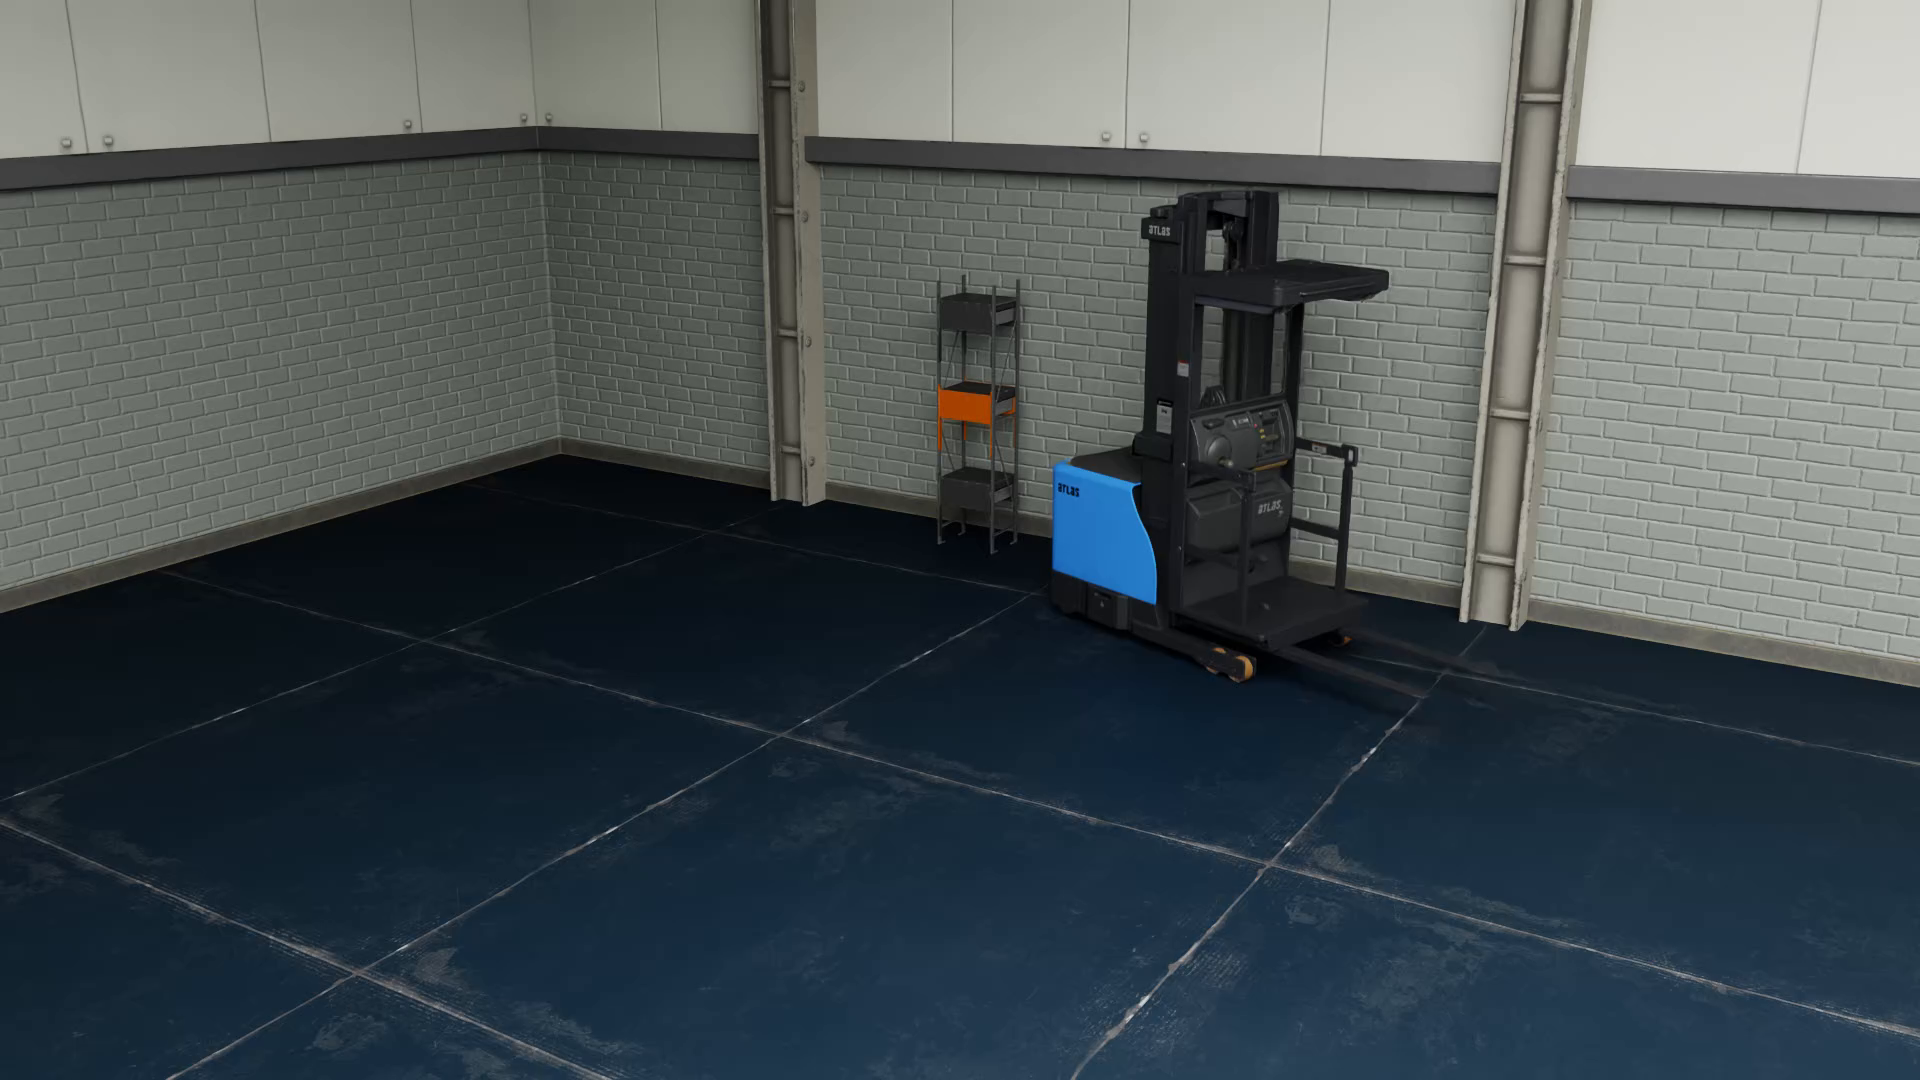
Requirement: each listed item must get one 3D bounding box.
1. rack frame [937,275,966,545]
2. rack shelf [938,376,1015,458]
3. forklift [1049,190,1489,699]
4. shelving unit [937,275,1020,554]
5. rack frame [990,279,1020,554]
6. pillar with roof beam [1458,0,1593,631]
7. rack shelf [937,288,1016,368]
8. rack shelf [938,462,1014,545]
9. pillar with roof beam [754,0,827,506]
[{"bbox_3d":[-0.067,-1.017,13.115,0.015,2.100,0.400,10,20,30],"label":"rack frame"},{"bbox_3d":[0.141,-0.966,12.997,0.480,0.518,0.431,10,20,30],"label":"rack shelf"},{"bbox_3d":[1.959,-0.674,10.558,1.130,2.935,3.031,-14,22,-38],"label":"forklift"},{"bbox_3d":[0.141,-0.979,12.993,0.503,2.100,0.431,10,20,30],"label":"shelving unit"},{"bbox_3d":[0.349,-0.942,12.871,0.015,2.100,0.400,10,20,30],"label":"rack frame"},{"bbox_3d":[1.452,-2.685,6.738,0.400,9.000,9.100,10,20,30],"label":"pillar with roof beam"},{"bbox_3d":[0.141,-1.636,12.794,0.480,0.518,0.431,10,20,30],"label":"rack shelf"},{"bbox_3d":[0.141,-0.297,13.201,0.480,0.518,0.431,10,20,30],"label":"rack shelf"},{"bbox_3d":[-3.661,-3.598,9.743,0.400,9.000,9.100,10,20,30],"label":"pillar with roof beam"}]
